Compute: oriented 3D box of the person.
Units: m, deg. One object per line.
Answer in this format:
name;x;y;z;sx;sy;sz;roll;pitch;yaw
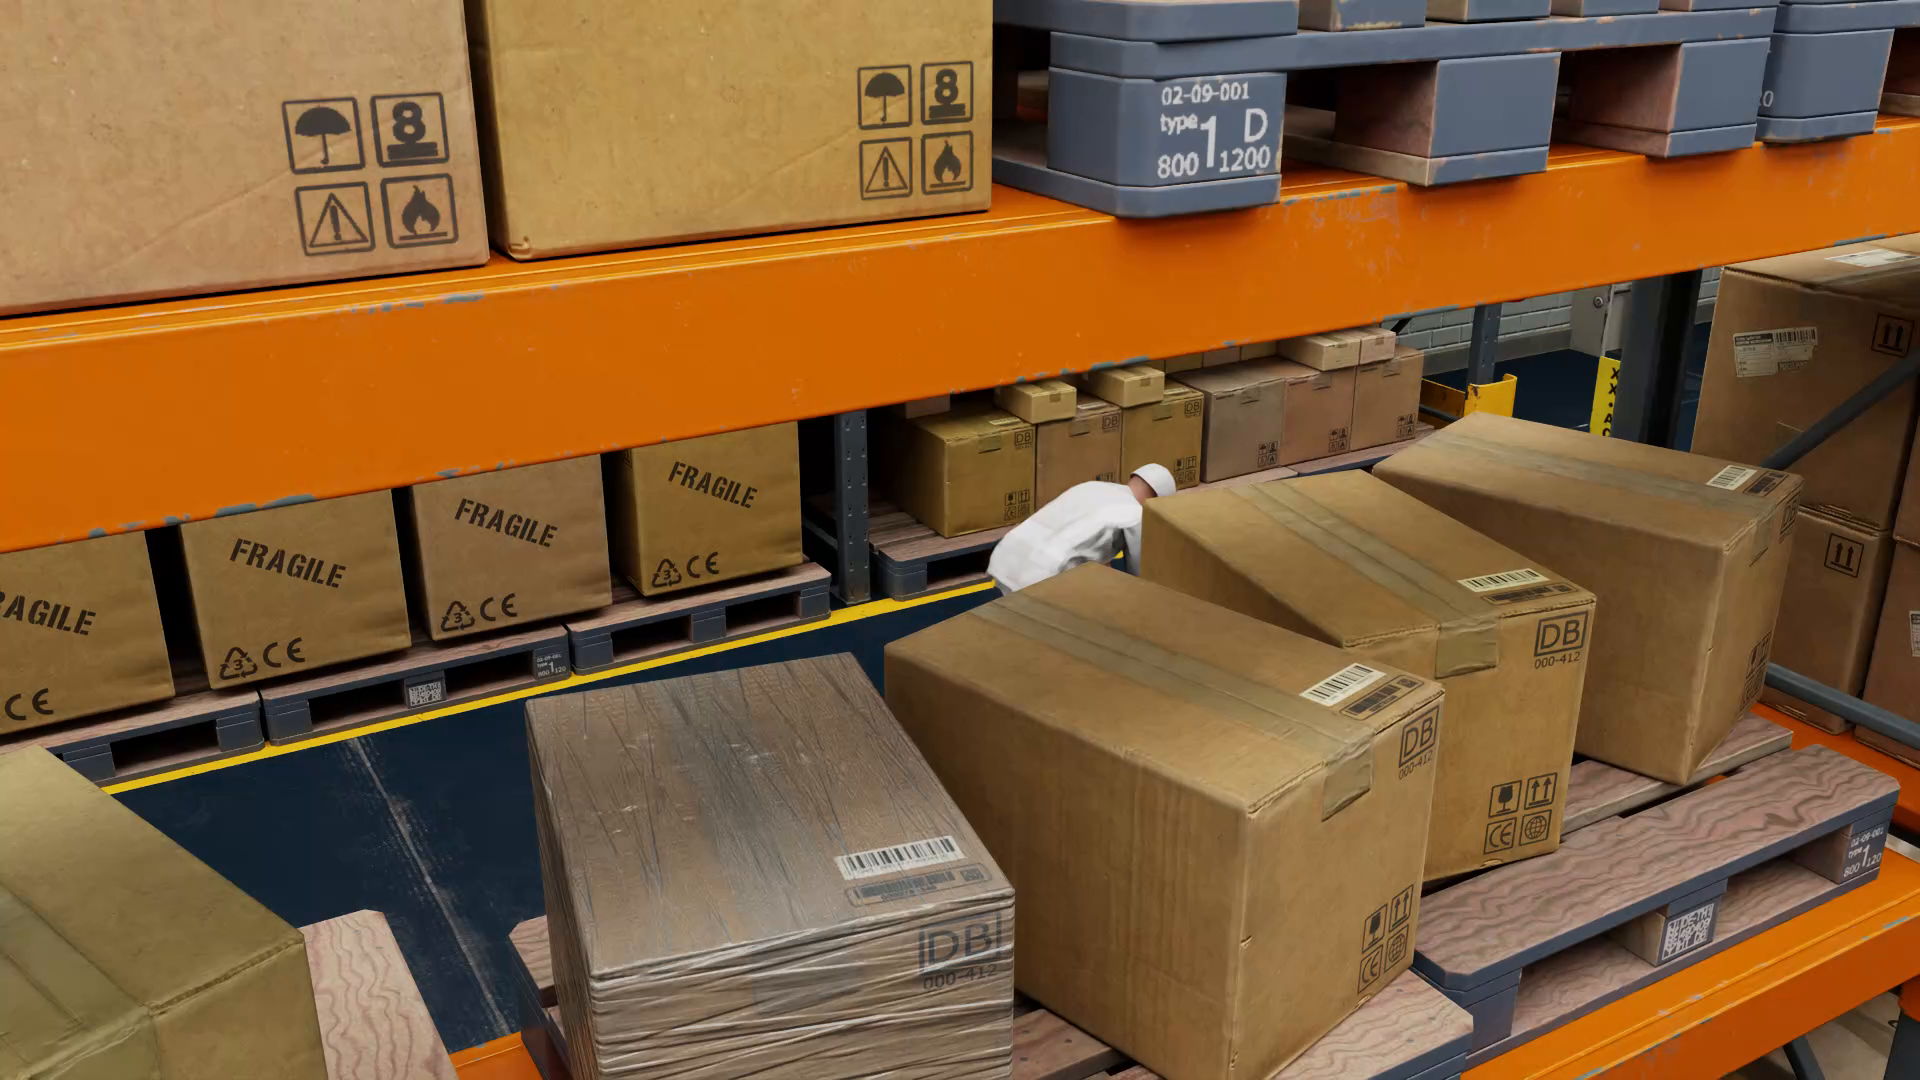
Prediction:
person;0.555;0.163;7.139;0.925;0.874;0.537;-13;25;-29
